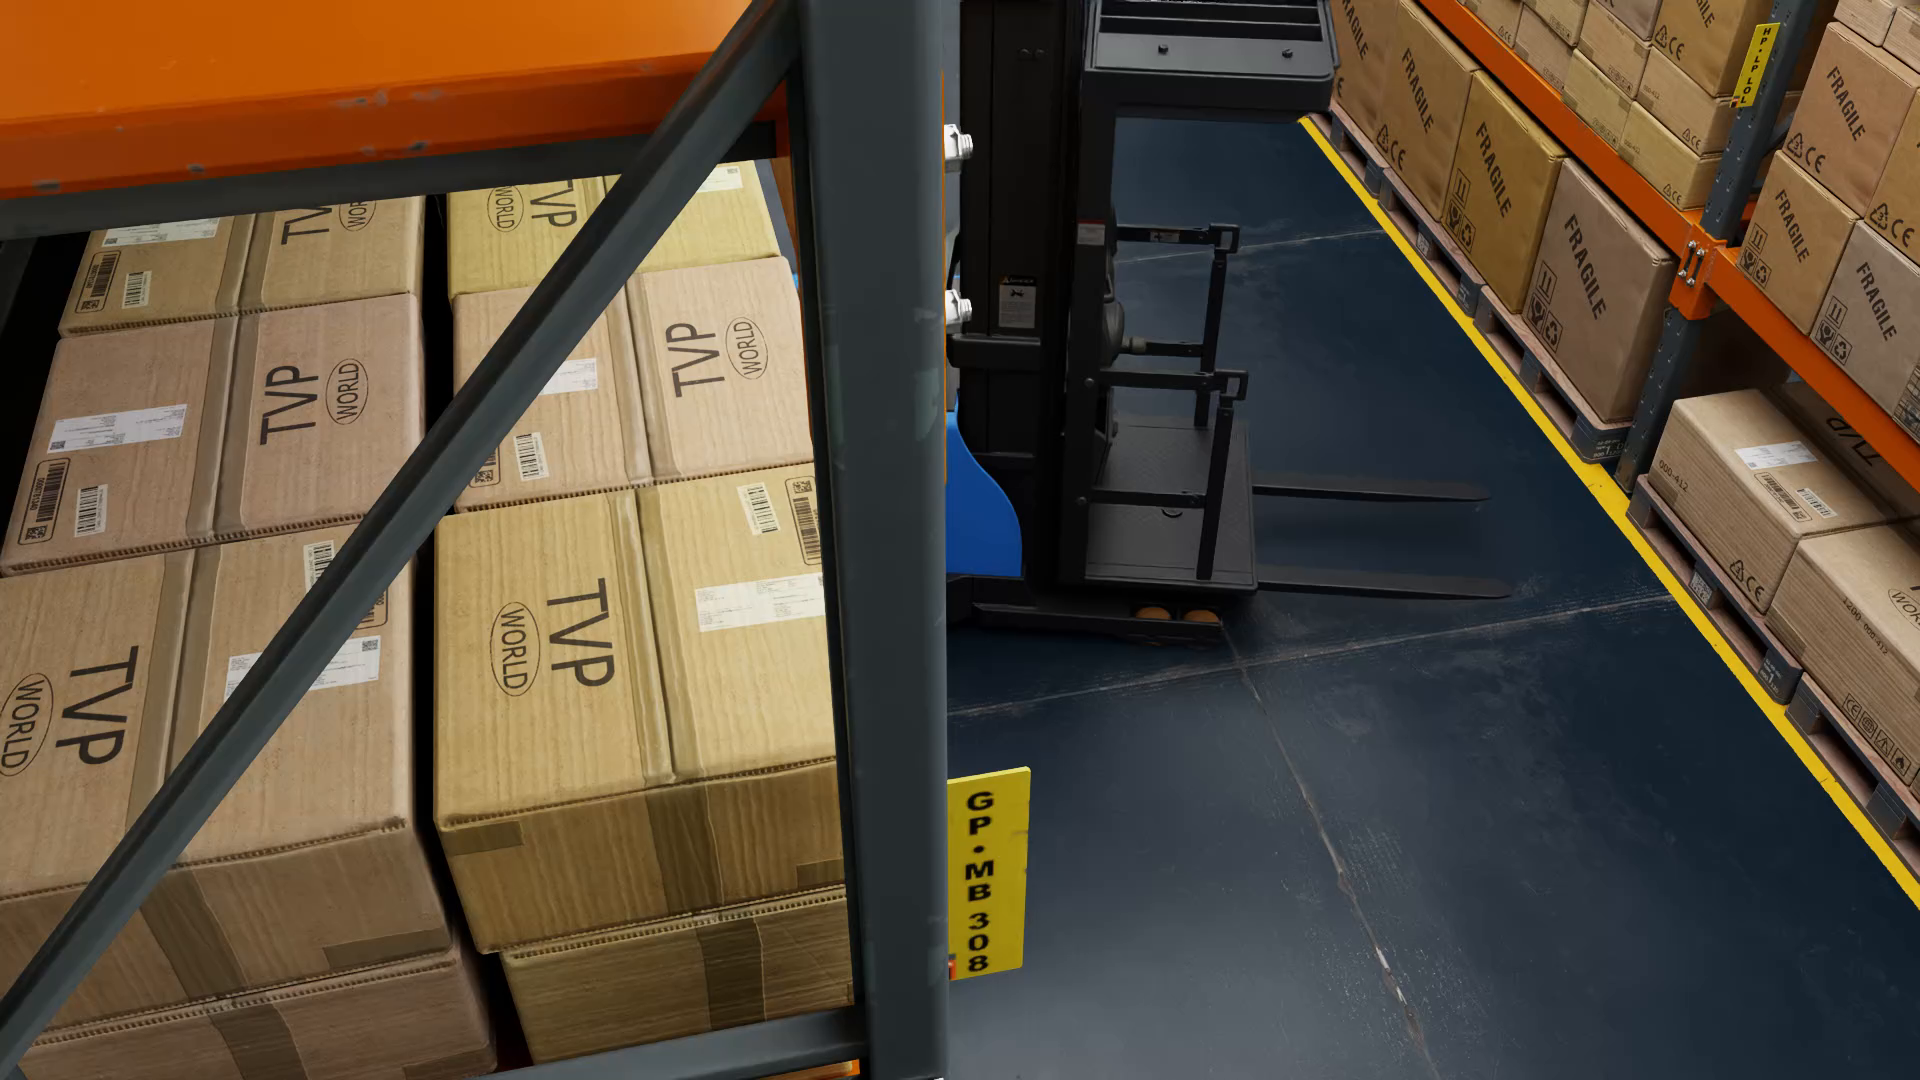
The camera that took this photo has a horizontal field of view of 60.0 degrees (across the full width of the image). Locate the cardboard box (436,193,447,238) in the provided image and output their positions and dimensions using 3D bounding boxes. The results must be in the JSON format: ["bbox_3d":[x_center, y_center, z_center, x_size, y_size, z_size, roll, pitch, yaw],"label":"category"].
[{"bbox_3d":[-1.195,-0.738,3.074,0.500,0.250,0.500,-8,42,-9],"label":"cardboard box"}]

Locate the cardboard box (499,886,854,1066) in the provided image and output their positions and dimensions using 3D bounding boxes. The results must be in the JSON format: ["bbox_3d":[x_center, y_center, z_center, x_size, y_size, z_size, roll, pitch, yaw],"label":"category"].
[{"bbox_3d":[-0.341,0.369,2.205,0.500,0.250,0.500,-9,42,-10],"label":"cardboard box"}]

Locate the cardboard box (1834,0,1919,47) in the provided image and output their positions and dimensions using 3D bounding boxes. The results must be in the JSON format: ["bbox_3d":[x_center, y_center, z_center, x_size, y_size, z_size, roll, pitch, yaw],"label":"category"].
[{"bbox_3d":[3.285,-1.846,5.753,0.380,0.149,0.250,-9,42,-10],"label":"cardboard box"}]

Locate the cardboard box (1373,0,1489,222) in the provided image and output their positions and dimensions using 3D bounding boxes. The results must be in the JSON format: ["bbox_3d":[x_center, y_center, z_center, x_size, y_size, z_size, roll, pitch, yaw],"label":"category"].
[{"bbox_3d":[2.864,-2.351,8.923,0.875,0.875,0.875,-8,42,-9],"label":"cardboard box"}]

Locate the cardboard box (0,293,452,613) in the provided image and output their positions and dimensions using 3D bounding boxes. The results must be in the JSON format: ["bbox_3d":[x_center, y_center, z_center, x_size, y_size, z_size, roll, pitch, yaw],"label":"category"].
[{"bbox_3d":[-0.992,-0.077,2.330,0.500,0.250,0.500,-10,42,-11],"label":"cardboard box"}]

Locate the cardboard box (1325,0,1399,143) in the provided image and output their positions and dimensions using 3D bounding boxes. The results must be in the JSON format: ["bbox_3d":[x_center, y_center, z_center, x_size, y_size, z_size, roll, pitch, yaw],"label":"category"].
[{"bbox_3d":[2.675,-2.930,9.575,0.875,0.875,0.875,-9,42,-10],"label":"cardboard box"}]

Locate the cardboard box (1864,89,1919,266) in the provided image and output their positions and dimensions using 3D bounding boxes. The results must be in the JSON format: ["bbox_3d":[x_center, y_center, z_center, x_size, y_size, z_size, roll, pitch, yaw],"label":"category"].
[{"bbox_3d":[3.440,-1.174,5.484,0.500,0.500,0.500,-9,42,-10],"label":"cardboard box"}]

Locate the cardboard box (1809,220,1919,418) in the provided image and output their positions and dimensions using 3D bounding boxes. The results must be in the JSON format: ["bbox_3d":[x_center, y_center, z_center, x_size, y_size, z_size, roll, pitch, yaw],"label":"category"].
[{"bbox_3d":[3.421,-0.803,5.820,0.500,0.500,0.500,-8,42,-9],"label":"cardboard box"}]

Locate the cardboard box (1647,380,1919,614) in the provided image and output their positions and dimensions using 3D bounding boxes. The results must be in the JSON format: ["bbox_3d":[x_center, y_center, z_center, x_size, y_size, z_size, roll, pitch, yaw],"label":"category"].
[{"bbox_3d":[3.501,-0.211,6.841,0.875,0.438,0.875,-9,42,-10],"label":"cardboard box"}]

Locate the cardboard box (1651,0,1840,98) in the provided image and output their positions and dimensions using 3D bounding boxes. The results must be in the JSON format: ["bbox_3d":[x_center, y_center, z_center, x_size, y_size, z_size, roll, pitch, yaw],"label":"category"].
[{"bbox_3d":[3.129,-2.099,6.527,0.500,0.500,0.500,-7,42,-8],"label":"cardboard box"}]

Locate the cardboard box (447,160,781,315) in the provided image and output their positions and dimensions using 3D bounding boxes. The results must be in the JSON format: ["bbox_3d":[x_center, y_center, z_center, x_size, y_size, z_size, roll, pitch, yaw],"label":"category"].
[{"bbox_3d":[-0.575,-0.471,2.774,0.500,0.250,0.500,-9,42,-10],"label":"cardboard box"}]

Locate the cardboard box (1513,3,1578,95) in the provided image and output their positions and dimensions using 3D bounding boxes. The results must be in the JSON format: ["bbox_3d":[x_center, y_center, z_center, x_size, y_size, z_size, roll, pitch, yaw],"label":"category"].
[{"bbox_3d":[2.929,-2.293,7.686,0.500,0.250,0.500,-9,42,-10],"label":"cardboard box"}]

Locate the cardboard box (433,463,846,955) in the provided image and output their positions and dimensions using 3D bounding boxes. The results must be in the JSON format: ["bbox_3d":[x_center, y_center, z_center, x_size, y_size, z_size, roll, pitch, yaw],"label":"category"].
[{"bbox_3d":[-0.362,0.185,2.035,0.500,0.250,0.500,-9,42,-10],"label":"cardboard box"}]

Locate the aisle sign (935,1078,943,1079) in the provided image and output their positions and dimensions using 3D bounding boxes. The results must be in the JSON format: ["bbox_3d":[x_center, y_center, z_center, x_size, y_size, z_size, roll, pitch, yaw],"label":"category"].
[{"bbox_3d":[-0.210,0.902,2.016,0.394,0.787,0.004,-8,42,-9],"label":"aisle sign"}]

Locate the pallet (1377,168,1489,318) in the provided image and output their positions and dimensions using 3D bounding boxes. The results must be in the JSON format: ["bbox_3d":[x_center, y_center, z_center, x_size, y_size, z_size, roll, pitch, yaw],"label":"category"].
[{"bbox_3d":[2.964,-1.673,8.976,1.003,0.211,1.213,-8,42,-9],"label":"pallet"}]

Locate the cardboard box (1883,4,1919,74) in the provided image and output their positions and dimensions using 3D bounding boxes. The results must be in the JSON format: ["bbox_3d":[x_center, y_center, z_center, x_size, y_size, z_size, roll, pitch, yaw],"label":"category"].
[{"bbox_3d":[3.356,-1.682,5.569,0.380,0.149,0.250,-8,42,-9],"label":"cardboard box"}]

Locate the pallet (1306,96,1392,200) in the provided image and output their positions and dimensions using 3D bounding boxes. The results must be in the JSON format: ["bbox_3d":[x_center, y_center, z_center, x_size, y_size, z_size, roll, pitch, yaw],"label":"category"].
[{"bbox_3d":[2.704,-2.462,9.865,1.003,0.211,1.213,-8,42,-9],"label":"pallet"}]

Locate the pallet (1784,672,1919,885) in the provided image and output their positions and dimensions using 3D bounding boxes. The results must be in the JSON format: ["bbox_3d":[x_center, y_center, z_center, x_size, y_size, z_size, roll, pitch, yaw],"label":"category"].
[{"bbox_3d":[3.825,0.905,6.071,1.003,0.211,1.213,-8,42,-9],"label":"pallet"}]

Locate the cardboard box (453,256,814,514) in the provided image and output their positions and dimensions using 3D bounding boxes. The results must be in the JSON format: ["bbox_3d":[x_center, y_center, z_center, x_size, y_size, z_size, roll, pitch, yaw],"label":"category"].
[{"bbox_3d":[-0.454,-0.148,2.409,0.500,0.250,0.500,-9,42,-10],"label":"cardboard box"}]

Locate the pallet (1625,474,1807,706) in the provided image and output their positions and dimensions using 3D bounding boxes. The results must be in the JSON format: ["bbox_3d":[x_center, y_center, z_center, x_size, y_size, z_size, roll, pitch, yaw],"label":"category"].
[{"bbox_3d":[3.558,0.113,6.964,1.003,0.211,1.213,-8,42,-9],"label":"pallet"}]

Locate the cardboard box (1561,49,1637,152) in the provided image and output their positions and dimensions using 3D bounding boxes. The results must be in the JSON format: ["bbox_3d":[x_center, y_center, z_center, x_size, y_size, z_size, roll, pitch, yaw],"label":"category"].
[{"bbox_3d":[3.019,-1.963,7.315,0.500,0.250,0.500,-9,42,-10],"label":"cardboard box"}]

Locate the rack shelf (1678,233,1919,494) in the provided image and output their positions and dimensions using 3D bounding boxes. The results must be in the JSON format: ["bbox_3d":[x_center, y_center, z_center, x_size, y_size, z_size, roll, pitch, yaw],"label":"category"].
[{"bbox_3d":[3.902,0.131,5.384,1.077,0.370,4.000,-8,42,-9],"label":"rack shelf"}]

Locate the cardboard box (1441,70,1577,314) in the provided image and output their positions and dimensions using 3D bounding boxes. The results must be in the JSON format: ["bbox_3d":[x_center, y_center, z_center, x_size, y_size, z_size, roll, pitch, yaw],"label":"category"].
[{"bbox_3d":[3.056,-1.771,8.270,0.875,0.875,0.875,-7,42,-8],"label":"cardboard box"}]

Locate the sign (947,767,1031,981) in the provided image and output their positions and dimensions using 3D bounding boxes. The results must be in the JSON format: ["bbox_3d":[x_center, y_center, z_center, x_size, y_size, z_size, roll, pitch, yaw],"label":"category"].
[{"bbox_3d":[0.018,0.346,1.683,0.100,0.325,0.005,-8,42,-9],"label":"sign"}]

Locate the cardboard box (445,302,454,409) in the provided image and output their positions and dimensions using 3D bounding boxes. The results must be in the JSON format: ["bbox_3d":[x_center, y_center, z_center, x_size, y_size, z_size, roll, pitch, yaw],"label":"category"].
[{"bbox_3d":[-1.099,-0.211,2.857,0.500,0.250,0.500,-9,42,-10],"label":"cardboard box"}]

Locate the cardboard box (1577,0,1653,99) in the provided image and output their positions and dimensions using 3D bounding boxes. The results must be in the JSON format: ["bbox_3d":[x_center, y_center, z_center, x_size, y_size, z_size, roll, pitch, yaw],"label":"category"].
[{"bbox_3d":[3.023,-2.139,7.136,0.500,0.250,0.500,-7,42,-8],"label":"cardboard box"}]

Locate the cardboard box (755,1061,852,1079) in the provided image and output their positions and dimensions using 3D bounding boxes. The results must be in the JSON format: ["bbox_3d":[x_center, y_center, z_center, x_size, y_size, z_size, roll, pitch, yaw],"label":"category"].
[{"bbox_3d":[-0.353,0.605,2.239,0.380,0.149,0.250,-8,42,-8],"label":"cardboard box"}]

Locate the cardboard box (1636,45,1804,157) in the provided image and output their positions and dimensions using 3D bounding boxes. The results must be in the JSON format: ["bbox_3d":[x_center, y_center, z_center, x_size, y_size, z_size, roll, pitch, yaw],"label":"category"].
[{"bbox_3d":[3.138,-1.816,6.773,0.500,0.250,0.500,-8,42,-9],"label":"cardboard box"}]

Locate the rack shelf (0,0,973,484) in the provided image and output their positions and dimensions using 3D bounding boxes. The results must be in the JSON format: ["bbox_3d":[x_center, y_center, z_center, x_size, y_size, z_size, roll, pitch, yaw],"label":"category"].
[{"bbox_3d":[-0.943,-1.397,2.590,1.077,0.370,4.000,-8,42,-9],"label":"rack shelf"}]

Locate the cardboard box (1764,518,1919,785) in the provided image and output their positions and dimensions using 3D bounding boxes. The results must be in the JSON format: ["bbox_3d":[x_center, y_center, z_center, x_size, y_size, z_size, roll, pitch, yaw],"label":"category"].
[{"bbox_3d":[3.695,0.370,6.188,0.875,0.438,0.875,-10,42,-11],"label":"cardboard box"}]

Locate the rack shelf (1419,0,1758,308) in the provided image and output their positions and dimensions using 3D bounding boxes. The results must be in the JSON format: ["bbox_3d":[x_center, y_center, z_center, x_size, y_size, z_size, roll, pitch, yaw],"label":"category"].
[{"bbox_3d":[3.039,-2.462,8.305,1.077,0.370,4.000,-8,42,-9],"label":"rack shelf"}]

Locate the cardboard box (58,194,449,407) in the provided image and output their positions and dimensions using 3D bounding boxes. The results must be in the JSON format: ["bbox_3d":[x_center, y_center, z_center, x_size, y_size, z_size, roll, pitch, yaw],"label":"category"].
[{"bbox_3d":[-1.113,-0.410,2.705,0.500,0.250,0.500,-8,42,-9],"label":"cardboard box"}]

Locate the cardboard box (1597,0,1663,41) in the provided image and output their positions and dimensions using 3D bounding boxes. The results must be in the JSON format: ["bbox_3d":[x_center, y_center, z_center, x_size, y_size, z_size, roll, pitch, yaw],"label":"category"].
[{"bbox_3d":[3.010,-2.433,6.903,0.500,0.500,0.500,-8,42,-8],"label":"cardboard box"}]

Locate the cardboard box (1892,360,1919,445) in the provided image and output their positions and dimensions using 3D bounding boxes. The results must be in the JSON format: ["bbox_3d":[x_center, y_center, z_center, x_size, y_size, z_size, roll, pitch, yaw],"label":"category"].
[{"bbox_3d":[3.522,-0.480,5.456,0.500,0.500,0.500,-8,42,-9],"label":"cardboard box"}]

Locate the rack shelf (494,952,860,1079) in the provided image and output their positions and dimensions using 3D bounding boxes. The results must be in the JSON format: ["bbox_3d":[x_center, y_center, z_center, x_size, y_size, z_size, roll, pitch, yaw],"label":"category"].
[{"bbox_3d":[-0.943,-0.277,3.585,1.077,0.370,4.000,-8,42,-9],"label":"rack shelf"}]

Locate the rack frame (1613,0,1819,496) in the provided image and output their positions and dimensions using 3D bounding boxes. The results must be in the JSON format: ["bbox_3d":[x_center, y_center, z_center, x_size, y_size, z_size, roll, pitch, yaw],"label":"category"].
[{"bbox_3d":[3.471,-1.434,6.606,1.000,3.000,0.127,-8,42,-9],"label":"rack frame"}]

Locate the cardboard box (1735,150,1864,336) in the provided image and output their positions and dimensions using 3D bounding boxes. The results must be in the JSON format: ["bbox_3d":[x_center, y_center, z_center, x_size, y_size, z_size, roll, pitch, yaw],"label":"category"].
[{"bbox_3d":[3.316,-1.130,6.188,0.500,0.500,0.500,-7,42,-8],"label":"cardboard box"}]

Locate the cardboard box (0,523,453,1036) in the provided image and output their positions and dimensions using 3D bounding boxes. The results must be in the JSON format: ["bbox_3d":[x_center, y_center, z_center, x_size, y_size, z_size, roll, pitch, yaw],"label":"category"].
[{"bbox_3d":[-0.880,0.260,1.950,0.500,0.250,0.500,-9,42,-10],"label":"cardboard box"}]

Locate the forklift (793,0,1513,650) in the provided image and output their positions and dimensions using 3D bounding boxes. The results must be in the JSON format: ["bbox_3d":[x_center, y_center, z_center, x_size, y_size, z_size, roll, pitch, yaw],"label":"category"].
[{"bbox_3d":[0.742,-1.023,6.195,3.031,2.935,1.130,4,42,4],"label":"forklift"}]

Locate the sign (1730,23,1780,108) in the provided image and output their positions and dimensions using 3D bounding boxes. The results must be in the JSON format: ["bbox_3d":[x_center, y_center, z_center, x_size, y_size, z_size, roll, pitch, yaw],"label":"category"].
[{"bbox_3d":[2.943,-1.753,6.153,0.100,0.325,0.005,-8,42,-9],"label":"sign"}]

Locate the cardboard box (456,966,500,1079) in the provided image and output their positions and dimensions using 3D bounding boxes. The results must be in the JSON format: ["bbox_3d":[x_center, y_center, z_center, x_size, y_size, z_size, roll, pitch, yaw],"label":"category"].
[{"bbox_3d":[-0.807,0.670,2.165,0.380,0.149,0.250,-7,42,-8],"label":"cardboard box"}]

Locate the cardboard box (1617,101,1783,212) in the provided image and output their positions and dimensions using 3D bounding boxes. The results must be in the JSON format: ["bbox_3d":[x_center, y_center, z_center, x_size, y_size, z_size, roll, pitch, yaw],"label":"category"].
[{"bbox_3d":[3.128,-1.633,6.943,0.500,0.250,0.500,-9,42,-10],"label":"cardboard box"}]

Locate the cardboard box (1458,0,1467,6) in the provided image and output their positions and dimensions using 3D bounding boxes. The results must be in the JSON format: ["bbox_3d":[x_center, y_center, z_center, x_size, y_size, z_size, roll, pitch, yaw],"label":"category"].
[{"bbox_3d":[2.703,-2.946,8.423,0.500,0.250,0.500,-7,42,-8],"label":"cardboard box"}]

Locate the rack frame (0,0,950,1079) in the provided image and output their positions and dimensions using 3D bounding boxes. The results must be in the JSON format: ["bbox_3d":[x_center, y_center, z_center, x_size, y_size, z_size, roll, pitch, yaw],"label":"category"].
[{"bbox_3d":[-0.512,-0.371,0.890,1.000,3.000,0.127,-8,42,-9],"label":"rack frame"}]

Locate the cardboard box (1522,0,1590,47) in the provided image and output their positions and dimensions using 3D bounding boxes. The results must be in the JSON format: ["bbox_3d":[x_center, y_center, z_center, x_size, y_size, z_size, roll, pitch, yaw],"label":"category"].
[{"bbox_3d":[2.905,-2.474,7.514,0.500,0.250,0.500,-7,42,-8],"label":"cardboard box"}]

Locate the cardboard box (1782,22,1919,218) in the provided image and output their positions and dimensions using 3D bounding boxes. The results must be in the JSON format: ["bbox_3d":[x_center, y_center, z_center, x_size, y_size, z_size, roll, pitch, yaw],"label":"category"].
[{"bbox_3d":[3.337,-1.502,5.854,0.500,0.500,0.500,-8,42,-9],"label":"cardboard box"}]

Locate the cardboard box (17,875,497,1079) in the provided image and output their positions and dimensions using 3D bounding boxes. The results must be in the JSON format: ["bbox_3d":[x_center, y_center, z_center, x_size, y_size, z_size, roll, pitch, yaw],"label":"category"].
[{"bbox_3d":[-0.873,0.446,2.117,0.500,0.250,0.500,-9,42,-10],"label":"cardboard box"}]

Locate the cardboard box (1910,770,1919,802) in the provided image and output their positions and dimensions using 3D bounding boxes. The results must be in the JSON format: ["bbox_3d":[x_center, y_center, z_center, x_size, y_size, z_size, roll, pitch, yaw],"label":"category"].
[{"bbox_3d":[3.888,0.954,5.529,0.875,0.438,0.875,-7,42,-8],"label":"cardboard box"}]

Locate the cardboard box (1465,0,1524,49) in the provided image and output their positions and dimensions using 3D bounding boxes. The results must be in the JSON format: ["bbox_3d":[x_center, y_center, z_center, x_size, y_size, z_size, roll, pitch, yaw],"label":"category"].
[{"bbox_3d":[2.813,-2.627,8.063,0.500,0.250,0.500,-8,42,-9],"label":"cardboard box"}]

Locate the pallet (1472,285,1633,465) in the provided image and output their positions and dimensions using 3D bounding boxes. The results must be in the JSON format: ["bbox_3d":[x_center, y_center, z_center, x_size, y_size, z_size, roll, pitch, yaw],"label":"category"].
[{"bbox_3d":[3.231,-0.881,8.083,1.003,0.211,1.213,-8,42,-9],"label":"pallet"}]

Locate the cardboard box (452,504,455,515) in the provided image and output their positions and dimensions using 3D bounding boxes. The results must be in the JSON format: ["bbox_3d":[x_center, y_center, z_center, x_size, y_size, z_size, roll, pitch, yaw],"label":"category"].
[{"bbox_3d":[-0.996,0.116,2.489,0.500,0.250,0.500,-8,42,-9],"label":"cardboard box"}]

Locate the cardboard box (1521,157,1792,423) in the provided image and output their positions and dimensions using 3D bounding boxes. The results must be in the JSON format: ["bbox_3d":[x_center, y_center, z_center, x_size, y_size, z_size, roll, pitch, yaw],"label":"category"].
[{"bbox_3d":[3.259,-1.187,7.612,0.875,0.875,0.875,-7,42,-8],"label":"cardboard box"}]
